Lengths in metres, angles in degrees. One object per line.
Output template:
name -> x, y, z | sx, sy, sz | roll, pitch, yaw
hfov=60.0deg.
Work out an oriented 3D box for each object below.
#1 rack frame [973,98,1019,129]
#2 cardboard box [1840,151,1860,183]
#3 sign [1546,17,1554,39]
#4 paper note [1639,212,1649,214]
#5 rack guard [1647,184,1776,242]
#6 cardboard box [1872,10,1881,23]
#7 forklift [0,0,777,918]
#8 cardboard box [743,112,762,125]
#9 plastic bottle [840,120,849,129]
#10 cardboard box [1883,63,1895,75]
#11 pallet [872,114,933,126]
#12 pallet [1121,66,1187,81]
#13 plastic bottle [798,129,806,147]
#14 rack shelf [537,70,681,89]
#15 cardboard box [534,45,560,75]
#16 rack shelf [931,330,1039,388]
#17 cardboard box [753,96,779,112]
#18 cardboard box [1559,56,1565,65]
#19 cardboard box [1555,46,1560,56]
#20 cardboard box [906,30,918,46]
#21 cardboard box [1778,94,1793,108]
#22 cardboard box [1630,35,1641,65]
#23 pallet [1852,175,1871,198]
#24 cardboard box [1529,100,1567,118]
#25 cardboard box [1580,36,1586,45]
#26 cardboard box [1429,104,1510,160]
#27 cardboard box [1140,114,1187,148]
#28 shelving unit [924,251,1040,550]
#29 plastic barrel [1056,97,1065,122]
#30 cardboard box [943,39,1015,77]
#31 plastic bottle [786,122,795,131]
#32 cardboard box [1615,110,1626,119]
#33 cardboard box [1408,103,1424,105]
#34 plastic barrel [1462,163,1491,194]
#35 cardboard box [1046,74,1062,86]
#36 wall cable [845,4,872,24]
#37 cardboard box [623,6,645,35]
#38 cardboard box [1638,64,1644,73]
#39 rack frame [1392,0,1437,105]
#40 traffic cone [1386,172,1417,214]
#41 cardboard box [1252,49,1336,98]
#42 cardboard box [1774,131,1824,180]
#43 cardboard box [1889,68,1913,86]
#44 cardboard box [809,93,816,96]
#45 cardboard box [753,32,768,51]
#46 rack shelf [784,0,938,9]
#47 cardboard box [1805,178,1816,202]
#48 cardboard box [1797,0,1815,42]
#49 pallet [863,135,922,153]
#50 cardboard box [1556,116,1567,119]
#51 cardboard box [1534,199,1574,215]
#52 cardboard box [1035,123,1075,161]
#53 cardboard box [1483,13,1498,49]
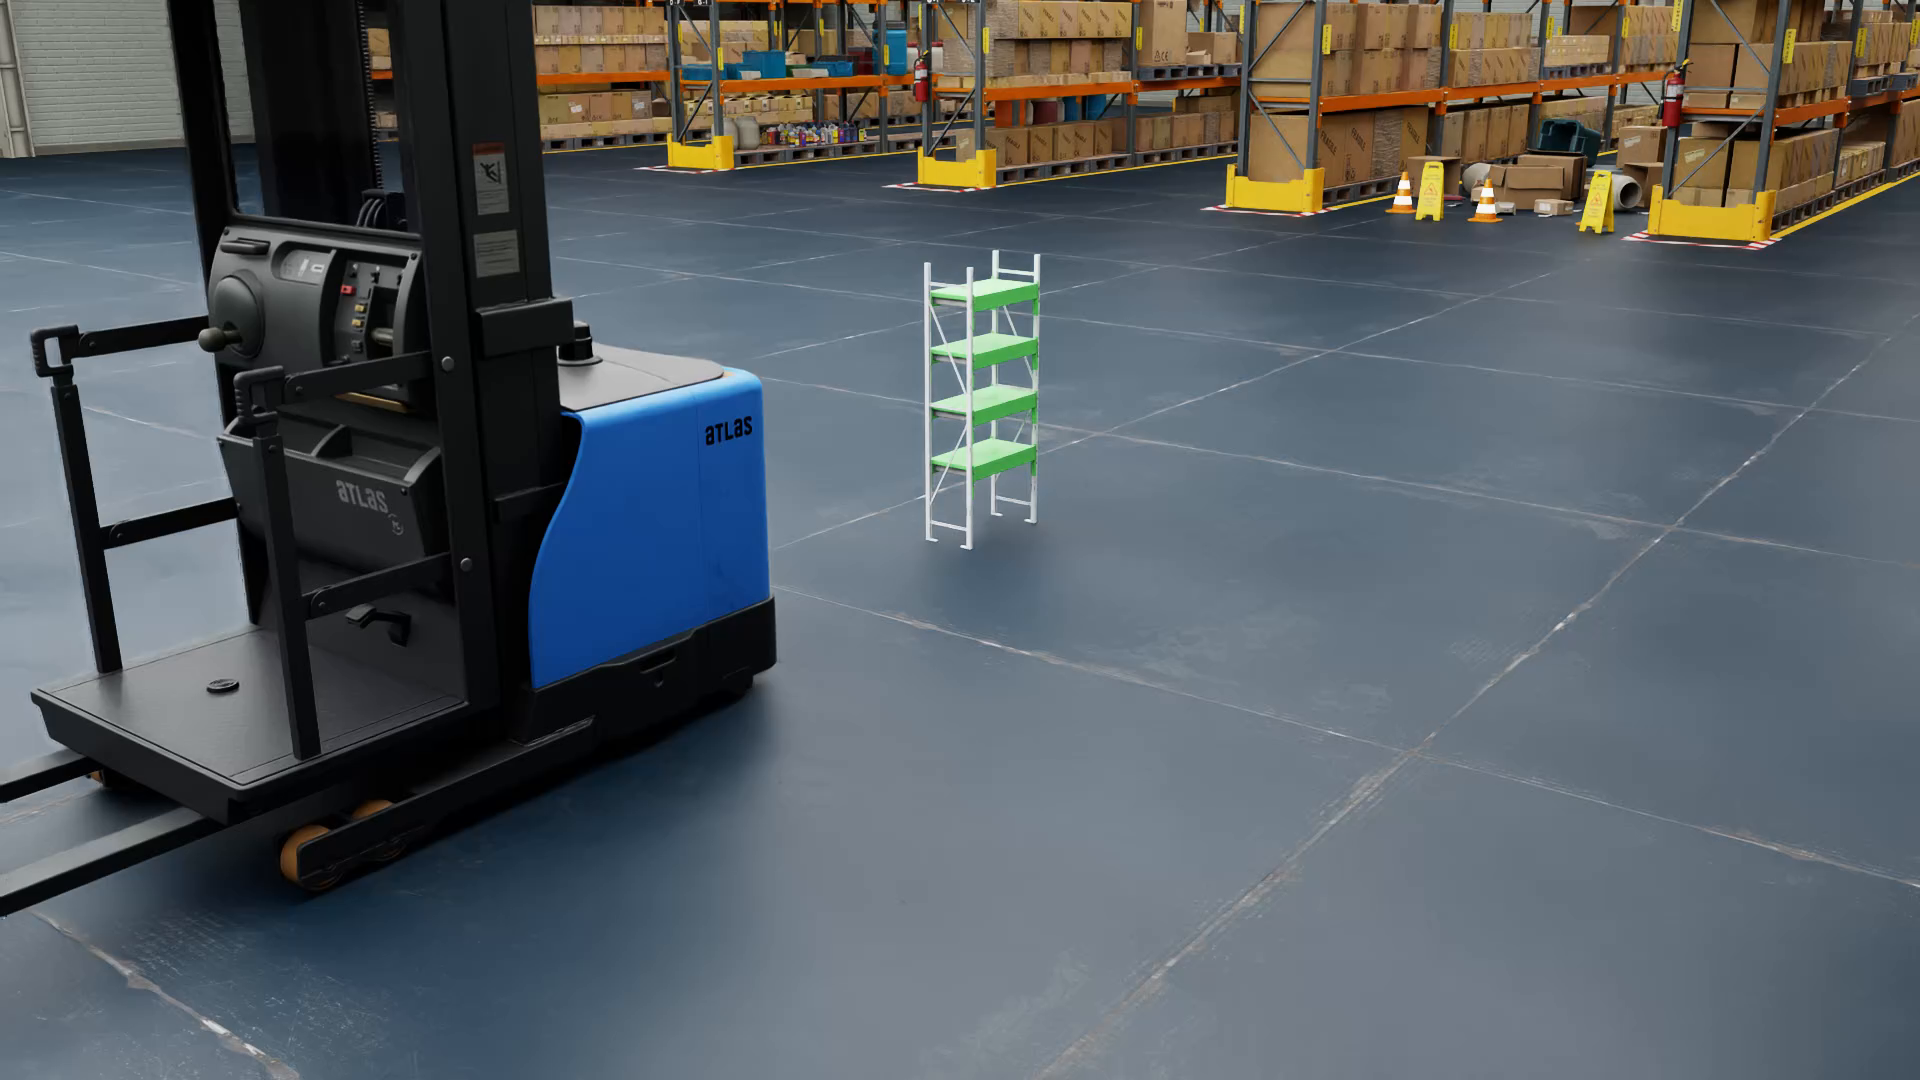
rack frame -> 0.697, -9.163, 31.694 | 1.000, 3.000, 0.127 | 12, 21, 35
cardboard box -> 10.986, -4.827, 21.453 | 0.950, 0.372, 0.625 | 14, 22, 38
sign -> 9.046, -7.843, 25.490 | 0.100, 0.325, 0.005 | 12, 21, 35
paper note -> 8.094, -3.869, 19.652 | 0.142, 0.019, 0.148 | 5, 18, 16
rack guard -> 7.912, -3.456, 17.529 | 1.175, 0.500, 0.348 | 12, 21, 35
cardboard box -> 11.379, -6.611, 21.002 | 0.380, 0.149, 0.250 | 14, 22, 38
forklift -> -1.907, -0.654, 4.408 | 1.130, 2.935, 3.031 | 12, 21, 35
cardboard box -> -4.307, -8.393, 33.141 | 0.500, 0.250, 0.500 | 13, 21, 36
plastic bottle -> -1.954, -6.977, 28.377 | 0.144, 0.351, 0.185 | 12, 21, 35
cardboard box -> 12.102, -6.227, 21.953 | 0.380, 0.149, 0.250 | 13, 21, 36
pallet -> -1.350, -9.460, 37.351 | 1.003, 0.211, 1.213 | 12, 21, 35
pallet -> 2.864, -7.400, 26.339 | 1.003, 0.211, 1.213 | 12, 21, 35
plastic bottle -> -2.590, -6.598, 27.272 | 0.061, 0.283, 0.133 | 13, 21, 36
rack shelf -> -6.854, -8.267, 30.020 | 1.077, 0.370, 4.000 | 12, 21, 35
cardboard box -> -7.448, -8.417, 29.121 | 0.700, 0.500, 0.500 | 13, 22, 36
rack shelf -> 0.099, -0.781, 7.141 | 0.258, 0.148, 0.480 | 12, 21, 35
cardboard box -> -4.001, -8.782, 33.448 | 0.500, 0.311, 0.500 | 12, 21, 34
cardboard box -> 9.507, -7.732, 26.799 | 0.380, 0.149, 0.250 | 14, 22, 37
cardboard box -> 9.363, -7.819, 26.578 | 0.380, 0.149, 0.250 | 12, 21, 33
cardboard box -> -1.357, -11.167, 37.270 | 0.700, 0.500, 0.500 | 5, 18, 16
cardboard box -> 8.598, -4.667, 17.639 | 0.380, 0.149, 0.250 | 12, 21, 33
cardboard box -> 11.768, -8.723, 29.604 | 0.500, 0.500, 0.500 | 12, 21, 35
pallet -> 11.439, -4.730, 22.120 | 1.003, 0.211, 1.213 | 12, 21, 35
cardboard box -> 9.505, -6.995, 26.953 | 0.500, 0.250, 0.500 | 12, 21, 34
cardboard box -> 10.122, -8.265, 27.512 | 0.380, 0.149, 0.250 | 11, 21, 32
cardboard box -> 7.645, -6.176, 25.158 | 1.050, 0.750, 0.750 | 13, 21, 36
cardboard box -> 3.307, -6.738, 27.356 | 0.700, 0.500, 0.500 | 10, 20, 30
shelving unit -> 0.099, -0.612, 7.193 | 0.258, 1.200, 0.503 | 12, 21, 35
plastic barrel -> 1.912, -8.715, 33.735 | 0.421, 0.512, 0.421 | 0, 17, 0
cardboard box -> 0.258, -6.699, 23.087 | 0.875, 0.500, 0.500 | 12, 21, 35
plastic bottle -> -2.866, -6.891, 28.100 | 0.144, 0.351, 0.185 | 12, 21, 34
cardboard box -> 11.813, -7.699, 30.074 | 0.380, 0.149, 0.250 | 12, 21, 33
cardboard box -> 9.124, -9.213, 34.728 | 0.875, 0.875, 0.875 | 12, 21, 35
plastic barrel -> 6.771, -4.663, 21.547 | 0.421, 0.421, 0.512 | -4, 18, -13
cardboard box -> 1.241, -6.629, 23.955 | 0.380, 0.149, 0.250 | 12, 21, 35
wall cable -> -2.490, -13.777, 44.837 | 0.084, 1.984, 1.851 | 12, 21, 35
cardboard box -> -6.222, -9.527, 30.508 | 0.700, 0.500, 0.500 | 12, 21, 35
cardboard box -> 12.158, -8.552, 30.149 | 0.380, 0.149, 0.250 | 14, 22, 37
rack frame -> 9.441, -10.194, 35.011 | 1.000, 3.000, 0.127 | 12, 21, 35
traffic cone -> 5.288, -4.146, 19.815 | 0.336, 0.463, 0.334 | 12, 21, 35
cardboard box -> 4.016, -5.650, 20.128 | 0.875, 0.550, 0.550 | 12, 21, 35
cardboard box -> 9.508, -4.398, 19.013 | 0.500, 0.500, 0.500 | 14, 22, 38
cardboard box -> 13.127, -6.537, 23.491 | 0.500, 0.250, 0.500 | 12, 21, 34
cardboard box -> -2.910, -9.320, 35.671 | 0.500, 0.500, 0.500 | 13, 22, 37
cardboard box -> -4.949, -11.912, 39.840 | 0.500, 0.500, 0.500 | 12, 21, 34
rack shelf -> -2.087, -11.605, 35.711 | 1.077, 0.370, 4.000 | 12, 21, 35
cardboard box -> 9.498, -4.034, 19.106 | 0.500, 0.250, 0.500 | 13, 21, 36
cardboard box -> 9.492, -6.067, 19.368 | 0.700, 0.500, 0.500 | 13, 21, 35
pallet -> -1.250, -7.073, 29.664 | 1.003, 0.211, 1.213 | 12, 21, 35
cardboard box -> 9.521, -6.638, 27.069 | 0.500, 0.500, 0.500 | 13, 21, 35
cardboard box -> 7.025, -3.939, 19.677 | 0.250, 0.149, 0.380 | -7, 19, -22
cardboard box -> 1.379, -5.955, 24.867 | 0.500, 0.500, 0.500 | 10, 20, 30
cardboard box -> 7.414, -7.443, 24.298 | 0.700, 0.500, 0.500 | 12, 21, 34
